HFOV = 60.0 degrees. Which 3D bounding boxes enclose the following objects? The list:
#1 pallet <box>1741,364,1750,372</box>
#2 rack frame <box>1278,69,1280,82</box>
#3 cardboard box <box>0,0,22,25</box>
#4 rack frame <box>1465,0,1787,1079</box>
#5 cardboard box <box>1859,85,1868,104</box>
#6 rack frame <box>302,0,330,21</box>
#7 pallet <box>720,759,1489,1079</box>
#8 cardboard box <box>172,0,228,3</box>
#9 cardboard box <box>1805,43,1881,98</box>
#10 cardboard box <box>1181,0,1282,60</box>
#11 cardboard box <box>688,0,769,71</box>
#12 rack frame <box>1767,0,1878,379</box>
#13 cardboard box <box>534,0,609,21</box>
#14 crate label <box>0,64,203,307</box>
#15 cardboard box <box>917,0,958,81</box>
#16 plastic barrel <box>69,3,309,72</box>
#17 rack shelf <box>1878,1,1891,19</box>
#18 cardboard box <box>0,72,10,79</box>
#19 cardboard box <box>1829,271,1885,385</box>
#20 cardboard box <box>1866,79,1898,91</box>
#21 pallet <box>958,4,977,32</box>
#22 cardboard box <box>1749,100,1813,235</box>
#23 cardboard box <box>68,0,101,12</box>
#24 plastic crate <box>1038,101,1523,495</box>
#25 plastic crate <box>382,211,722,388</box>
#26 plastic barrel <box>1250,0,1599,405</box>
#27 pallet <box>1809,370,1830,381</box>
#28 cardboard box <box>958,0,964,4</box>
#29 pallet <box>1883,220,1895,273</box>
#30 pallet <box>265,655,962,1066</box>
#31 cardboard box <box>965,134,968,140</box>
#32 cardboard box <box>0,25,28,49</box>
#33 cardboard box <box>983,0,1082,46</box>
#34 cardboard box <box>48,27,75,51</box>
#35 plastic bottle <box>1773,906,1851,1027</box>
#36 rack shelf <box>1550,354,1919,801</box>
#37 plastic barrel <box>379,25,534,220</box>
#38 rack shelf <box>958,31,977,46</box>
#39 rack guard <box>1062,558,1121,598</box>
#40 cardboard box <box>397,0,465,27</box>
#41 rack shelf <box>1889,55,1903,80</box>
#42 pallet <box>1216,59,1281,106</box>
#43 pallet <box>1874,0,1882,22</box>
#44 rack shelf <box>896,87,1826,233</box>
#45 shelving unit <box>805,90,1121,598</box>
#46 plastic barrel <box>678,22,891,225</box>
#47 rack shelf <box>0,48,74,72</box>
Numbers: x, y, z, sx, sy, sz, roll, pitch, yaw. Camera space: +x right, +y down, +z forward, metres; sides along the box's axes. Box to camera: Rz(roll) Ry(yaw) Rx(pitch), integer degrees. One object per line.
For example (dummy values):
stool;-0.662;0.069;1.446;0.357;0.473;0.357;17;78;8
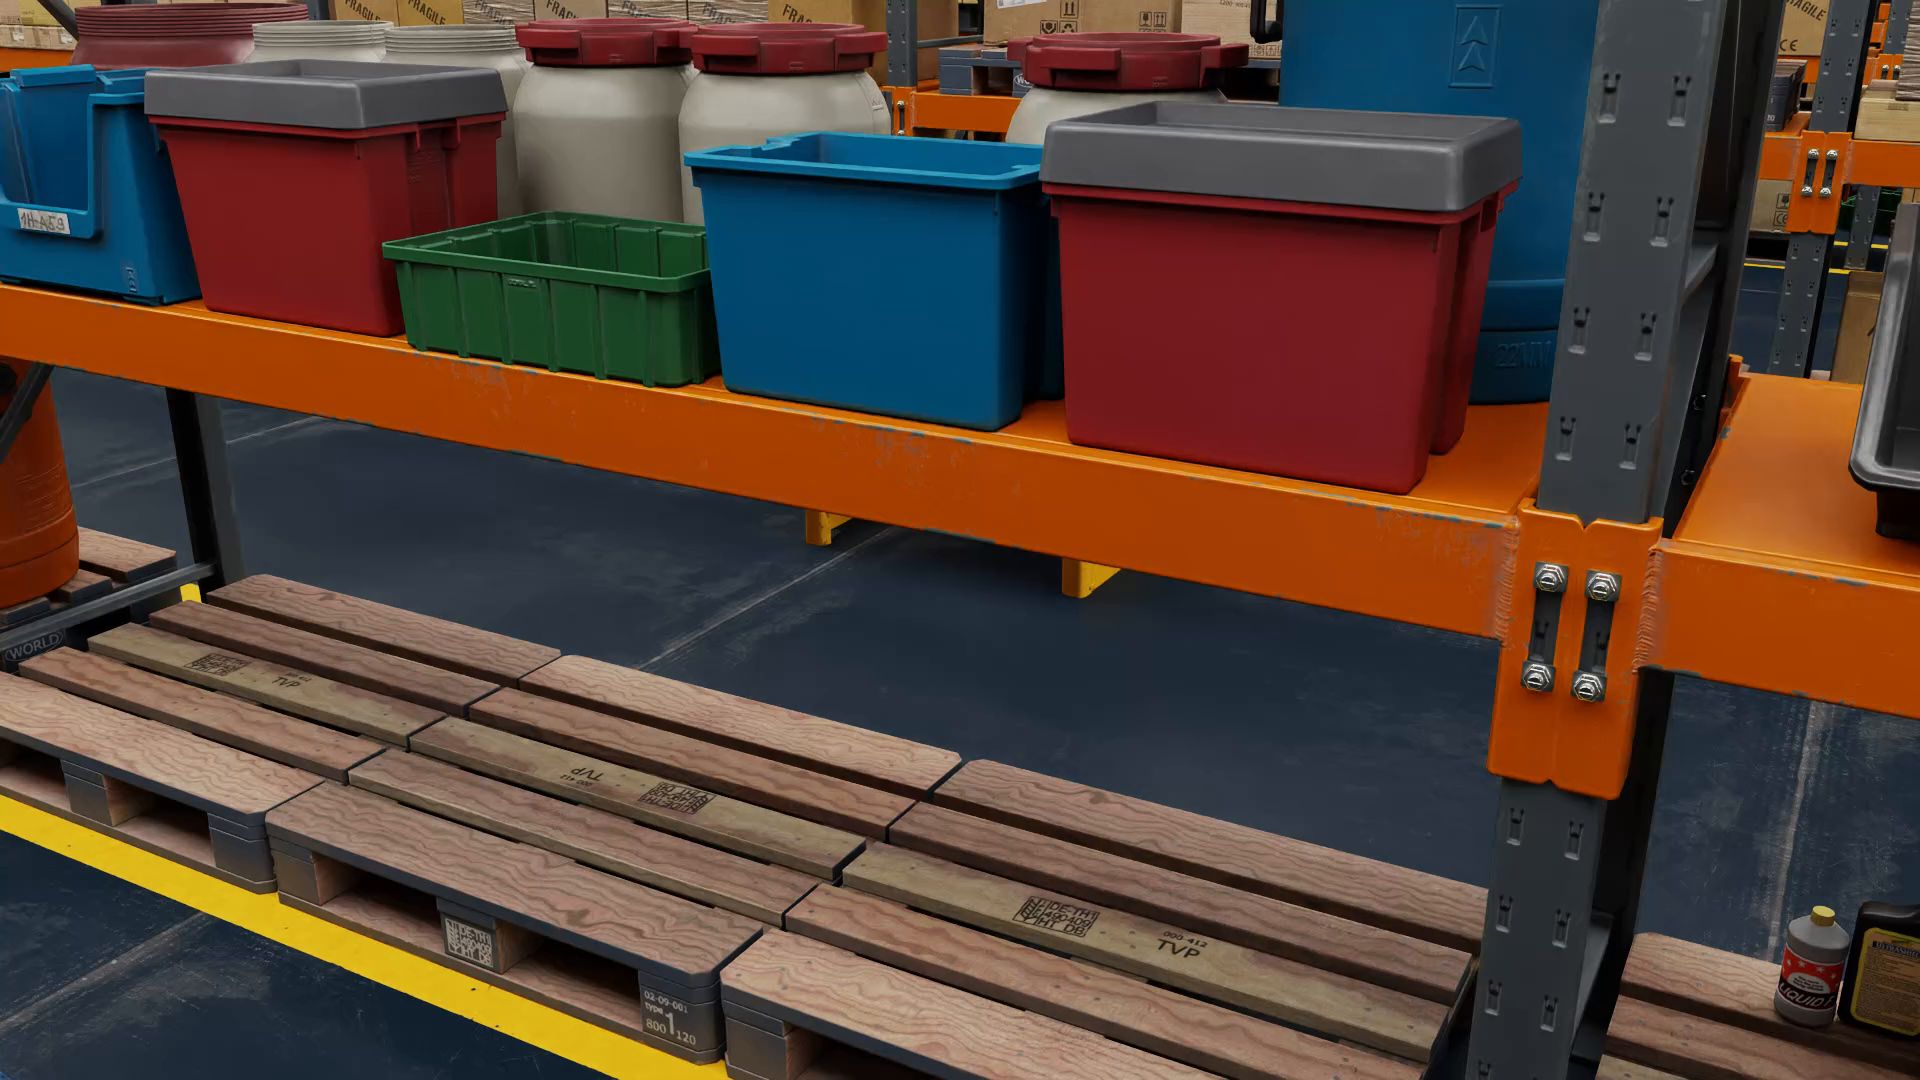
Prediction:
pallet;2.755;-0.634;7.304;1.213;0.211;1.003;11;23;27
rack frame;2.451;-3.941;12.331;0.127;3.000;1.000;11;23;27
cardboard box;-6.296;-3.636;11.275;0.500;0.250;0.500;10;22;27
rack frame;1.020;-0.342;2.408;0.127;3.000;1.000;11;23;27
cardboard box;7.427;-3.412;13.429;0.500;0.500;0.500;11;23;27
rack frame;-3.549;-3.147;10.141;0.127;3.000;1.000;11;23;27
pallet;0.315;0.850;3.212;1.213;0.211;1.003;11;23;27
cardboard box;-4.515;-3.297;10.338;0.500;0.250;0.500;12;23;29
cardboard box;10.225;-5.409;19.245;0.625;0.625;0.875;12;23;30
cardboard box;1.294;-2.261;7.304;0.500;0.250;0.500;10;22;26
cardboard box;-1.041;-2.621;8.546;0.500;0.500;0.500;11;22;27
rack frame;3.435;-1.816;6.473;0.127;3.000;1.000;11;23;27
cardboard box;-1.939;-2.792;9.016;0.500;0.500;0.500;11;23;28
crate label;-1.737;-0.778;3.559;0.616;0.435;0.502;11;23;27
cardboard box;-0.348;-2.690;8.736;0.500;0.500;0.500;12;23;29
plastic barrel;-1.919;-1.084;4.255;0.708;0.536;0.600;11;23;27
rack shelf;8.940;-6.239;19.721;4.000;0.370;1.077;11;23;27
cardboard box;-6.443;-2.928;12.038;0.875;0.875;0.875;11;23;27
cardboard box;3.765;-0.760;6.612;0.500;0.500;0.500;10;22;26
cardboard box;3.767;-1.750;6.659;0.250;0.149;0.380;11;23;27
pallet;0.702;-4.168;13.238;1.213;0.211;1.003;11;23;27
cardboard box;5.357;-2.492;11.020;0.750;0.750;1.050;11;23;27
cardboard box;-5.401;-3.467;10.807;0.500;0.250;0.500;10;22;26
plastic crate;0.448;-0.361;2.368;0.583;0.464;0.402;11;23;27
plastic crate;-0.638;-0.448;3.011;0.662;0.188;0.450;11;23;27
plastic barrel;0.830;-0.732;2.749;0.708;0.901;0.600;11;23;27
pallet;4.039;-0.404;6.670;1.213;0.211;1.003;11;23;27
cardboard box;-0.020;-4.312;13.106;0.250;0.149;0.380;10;22;25
pallet;6.568;-1.815;10.560;1.213;0.211;1.003;11;23;27
pallet;-0.754;0.648;3.770;1.213;0.211;1.003;11;23;27
cardboard box;-0.063;-3.339;13.722;0.500;0.500;0.500;12;23;30
cardboard box;-6.215;-3.409;11.232;0.250;0.149;0.380;10;22;26
cardboard box;0.434;-2.648;8.004;0.500;0.500;0.500;8;21;21
cardboard box;-5.768;-3.323;10.996;0.250;0.149;0.380;11;22;27
plastic bottle;1.489;0.735;2.900;0.097;0.201;0.097;0;20;0
rack shelf;2.766;0.329;1.614;4.000;0.370;1.077;11;23;27
plastic barrel;-1.102;-0.882;3.734;0.421;0.512;0.421;0;20;0
rack shelf;0.704;-3.936;13.371;4.000;0.370;1.077;11;23;27
rack guard;0.501;-0.022;5.559;0.087;0.250;0.587;11;23;27
cardboard box;-2.830;-2.959;9.478;0.500;0.500;0.500;11;23;27
rack shelf;7.689;-2.605;9.703;4.000;0.370;1.077;11;23;27
pallet;1.692;-2.074;7.466;1.213;0.211;1.003;11;23;27
pallet;7.672;-4.847;15.109;1.213;0.211;1.003;11;23;27
rack shelf;1.689;-1.811;7.513;4.000;0.370;1.077;11;23;27
shelving unit;0.067;-0.692;5.574;1.083;1.500;0.587;11;23;27
plastic barrel;-0.349;-0.752;3.340;0.433;0.535;0.433;0;20;0
rack shelf;-5.295;-3.141;11.180;4.000;0.370;1.077;11;23;27
